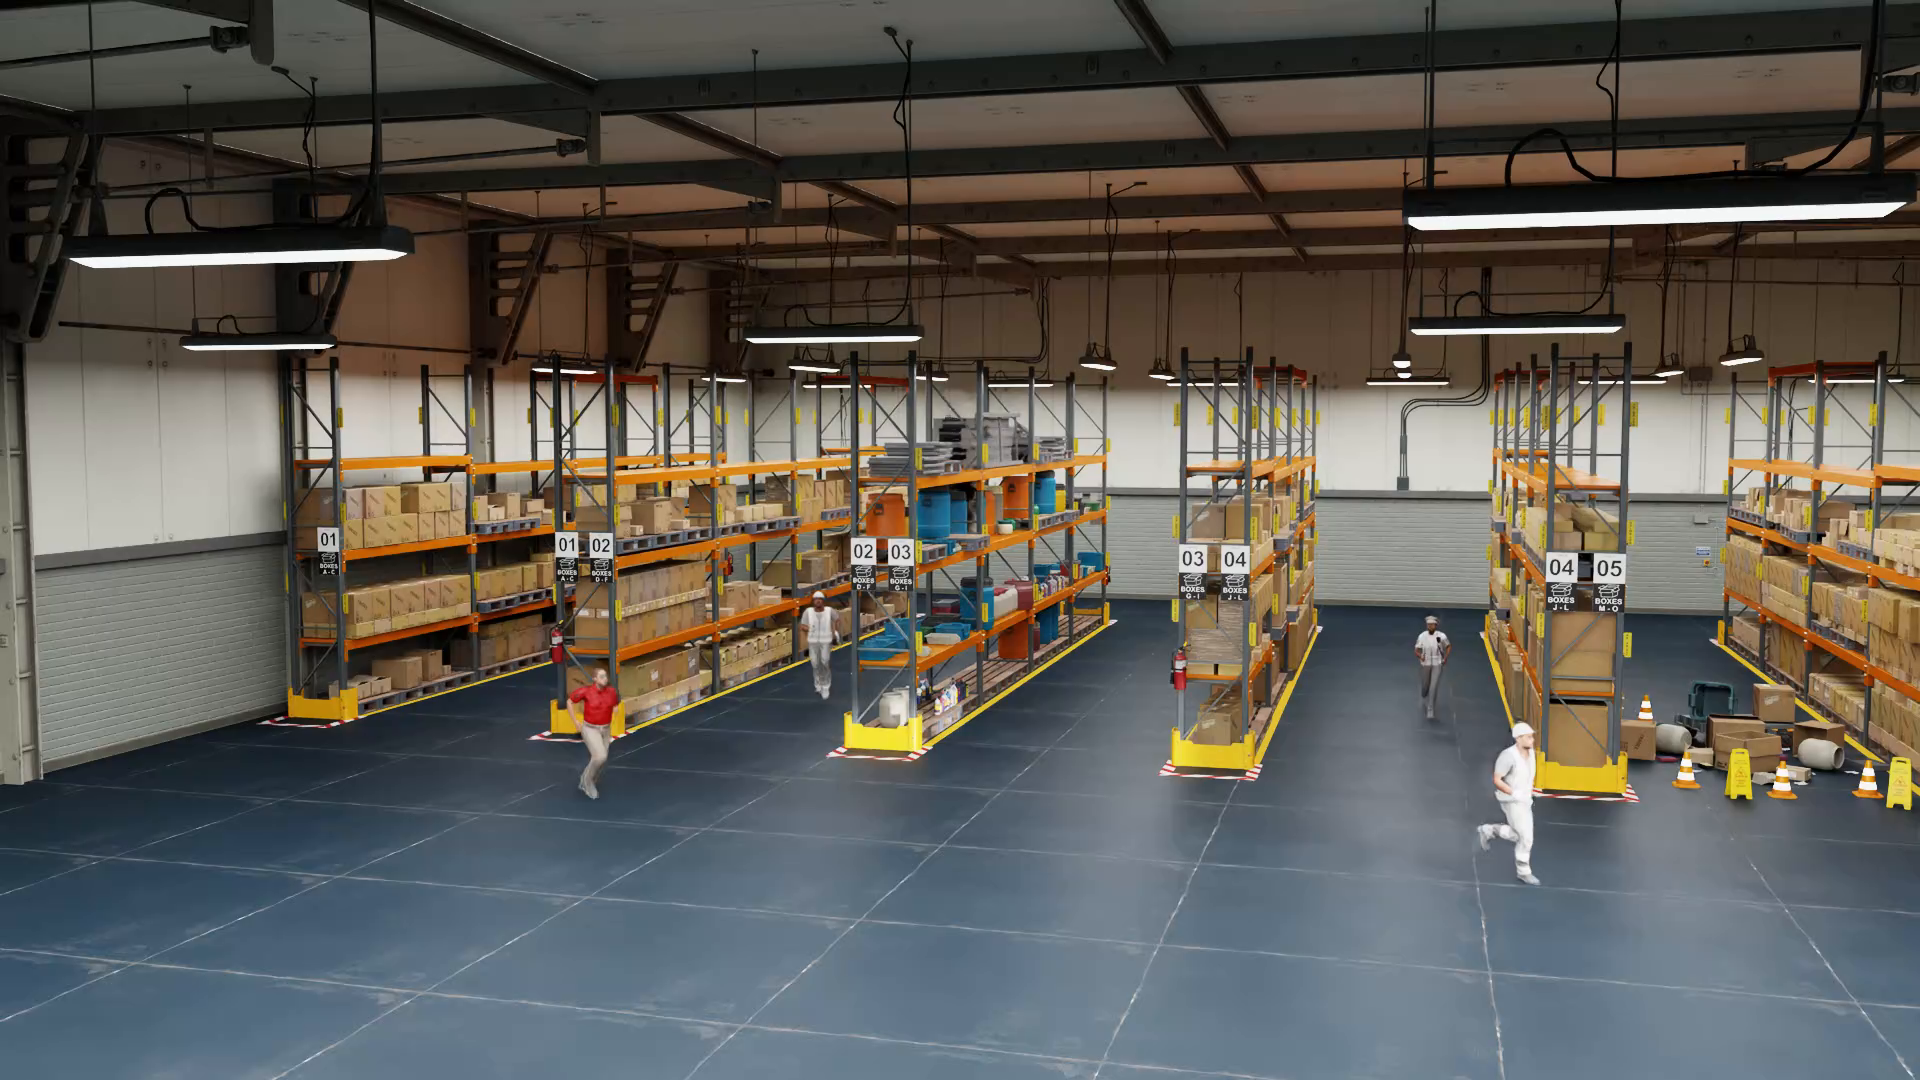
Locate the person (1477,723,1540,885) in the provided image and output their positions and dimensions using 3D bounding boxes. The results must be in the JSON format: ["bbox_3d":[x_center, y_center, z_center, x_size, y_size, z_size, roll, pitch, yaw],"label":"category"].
[{"bbox_3d":[5.966,2.829,18.075,0.685,1.750,0.760,-4,6,-41],"label":"person"}]

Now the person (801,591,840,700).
[{"bbox_3d":[-2.398,1.804,28.439,0.649,1.849,0.713,0,4,3],"label":"person"}]

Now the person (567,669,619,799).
[{"bbox_3d":[-4.783,2.551,21.924,0.762,1.726,0.645,4,6,42],"label":"person"}]

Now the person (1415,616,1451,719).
[{"bbox_3d":[7.975,2.117,28.060,0.587,1.699,0.841,2,4,20],"label":"person"}]
